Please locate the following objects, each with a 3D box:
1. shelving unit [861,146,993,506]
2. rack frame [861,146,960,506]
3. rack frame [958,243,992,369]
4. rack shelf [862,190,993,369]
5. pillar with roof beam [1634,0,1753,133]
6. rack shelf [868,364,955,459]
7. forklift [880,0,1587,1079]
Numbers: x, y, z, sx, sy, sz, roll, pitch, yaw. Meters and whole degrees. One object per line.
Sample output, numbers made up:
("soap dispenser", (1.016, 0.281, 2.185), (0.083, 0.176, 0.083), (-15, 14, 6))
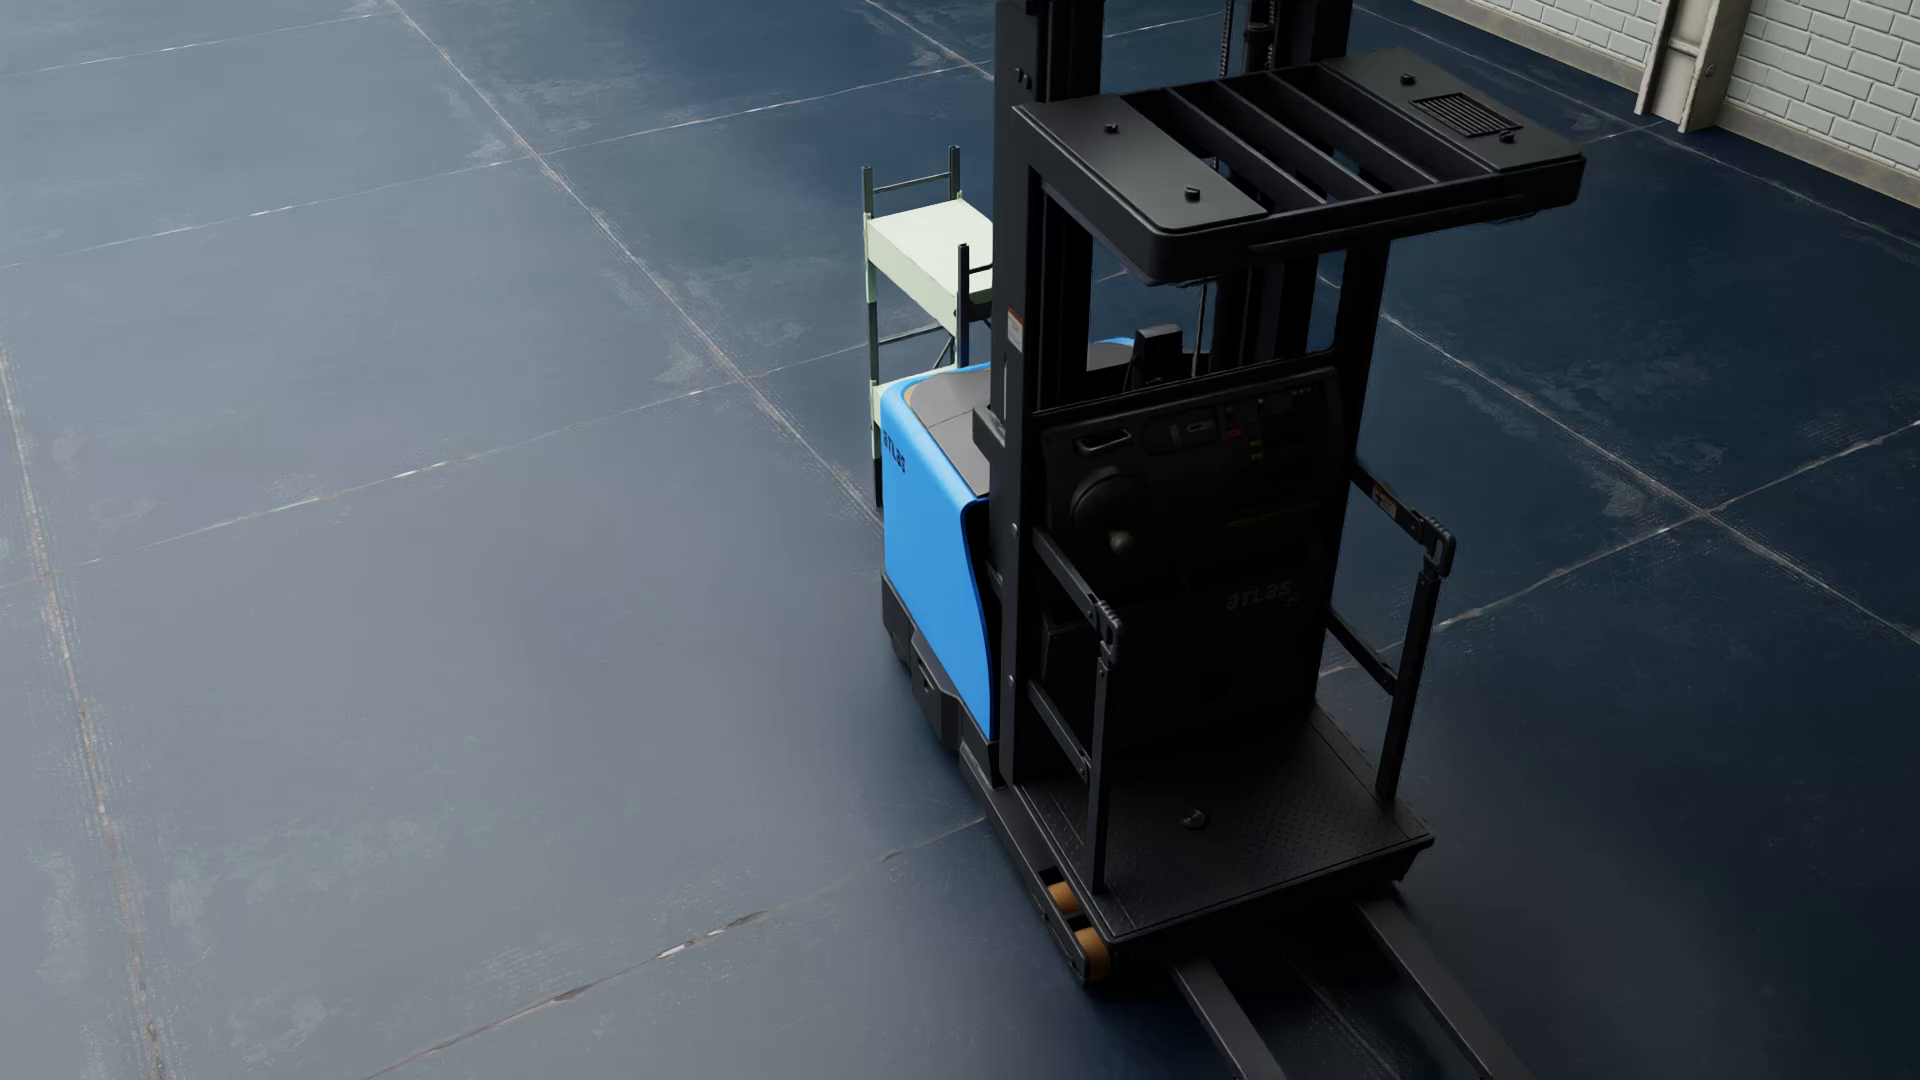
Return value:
("shelving unit", (-0.004, -0.621, 6.329), (0.431, 1.500, 0.755), (-18, 40, -23))
("rack frame", (-0.181, -0.810, 6.588), (0.400, 1.500, 0.023), (-18, 40, -23))
("rack frame", (0.172, -0.432, 6.070), (0.400, 1.500, 0.023), (-18, 40, -23))
("rack shelf", (-0.004, -0.937, 6.099), (0.431, 0.370, 0.720), (-18, 40, -23))
("pillar with roof beam", (0.731, -4.985, 5.946), (9.100, 9.000, 0.400), (-19, 40, -24))
("rack shelf", (-0.004, -0.358, 6.521), (0.431, 0.370, 0.720), (-18, 40, -23))
("forklift", (0.739, -0.153, 4.474), (1.130, 2.935, 3.031), (-14, 38, -18))
